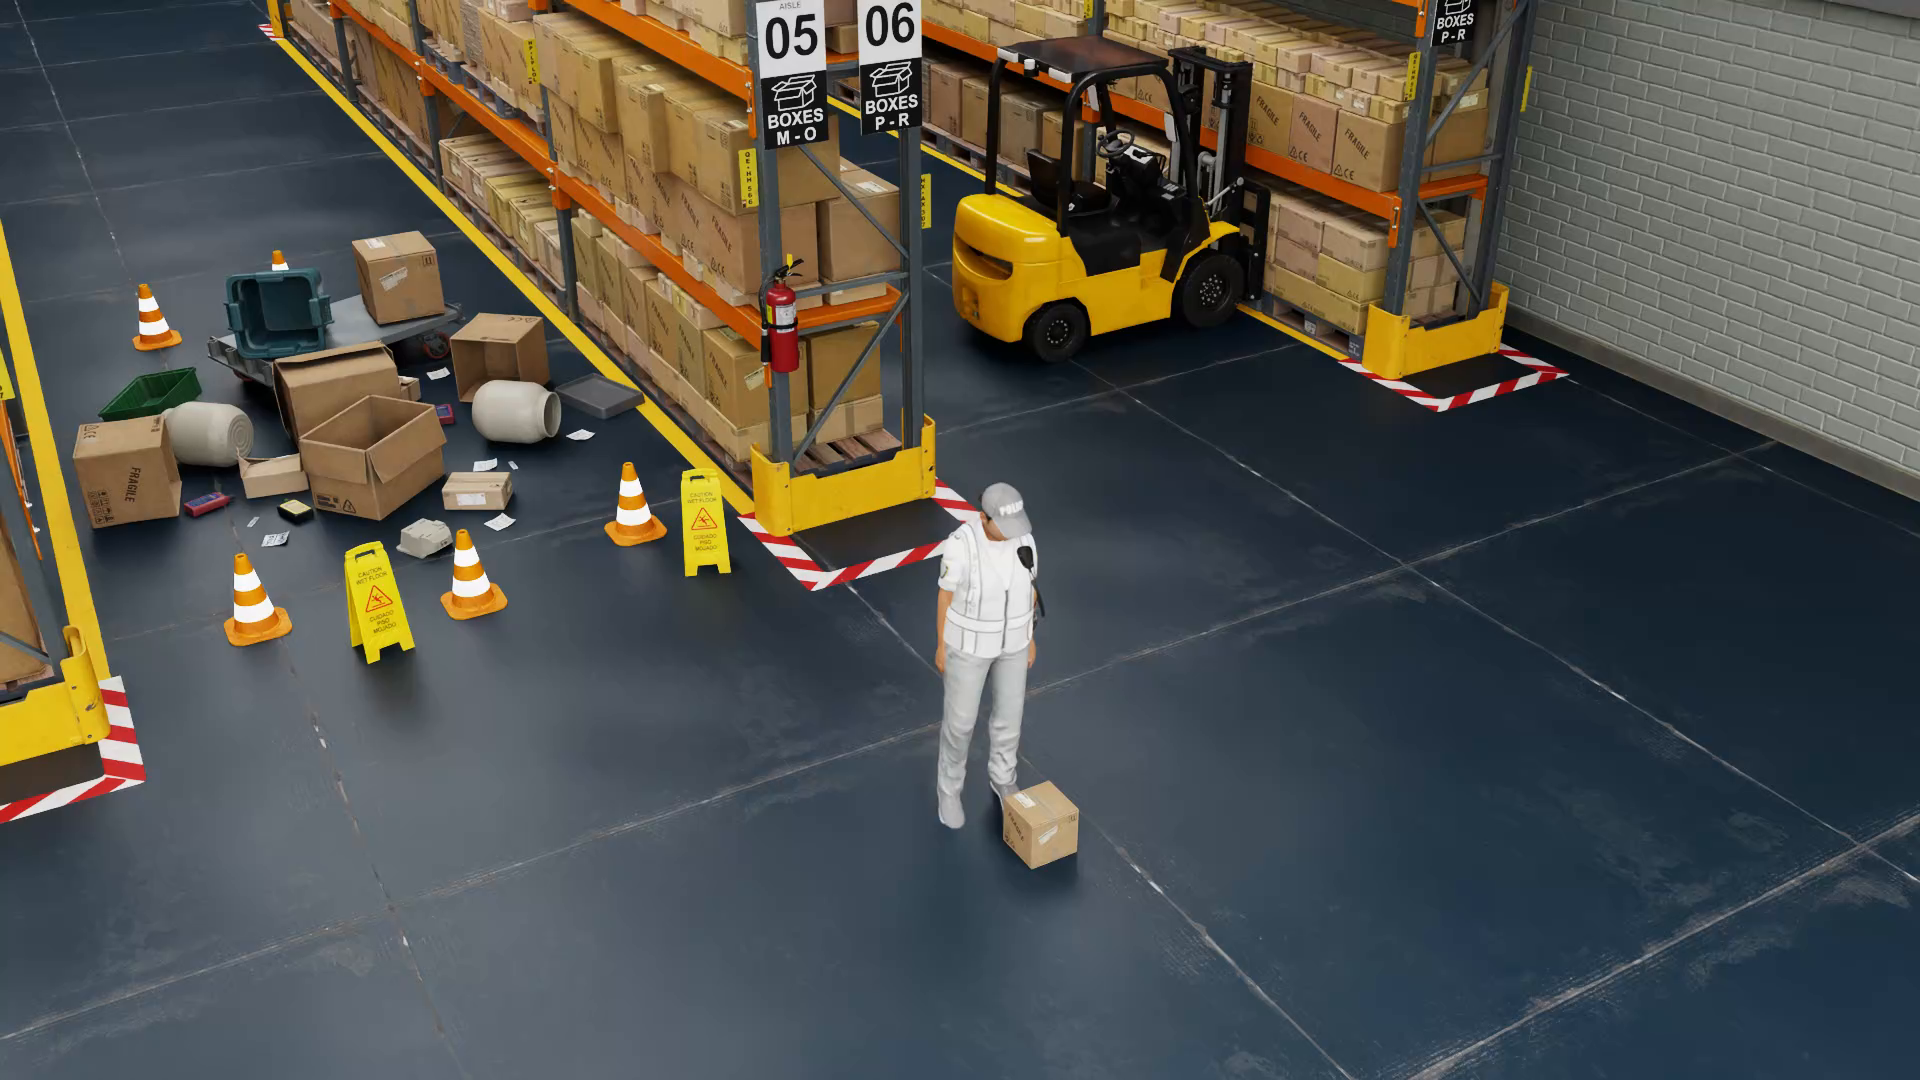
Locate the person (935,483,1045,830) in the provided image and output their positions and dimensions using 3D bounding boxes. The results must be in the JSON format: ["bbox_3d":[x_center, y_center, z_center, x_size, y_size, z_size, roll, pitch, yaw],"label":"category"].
[{"bbox_3d":[0.130,0.525,7.630,0.561,1.706,0.476,-13,32,-22],"label":"person"}]
